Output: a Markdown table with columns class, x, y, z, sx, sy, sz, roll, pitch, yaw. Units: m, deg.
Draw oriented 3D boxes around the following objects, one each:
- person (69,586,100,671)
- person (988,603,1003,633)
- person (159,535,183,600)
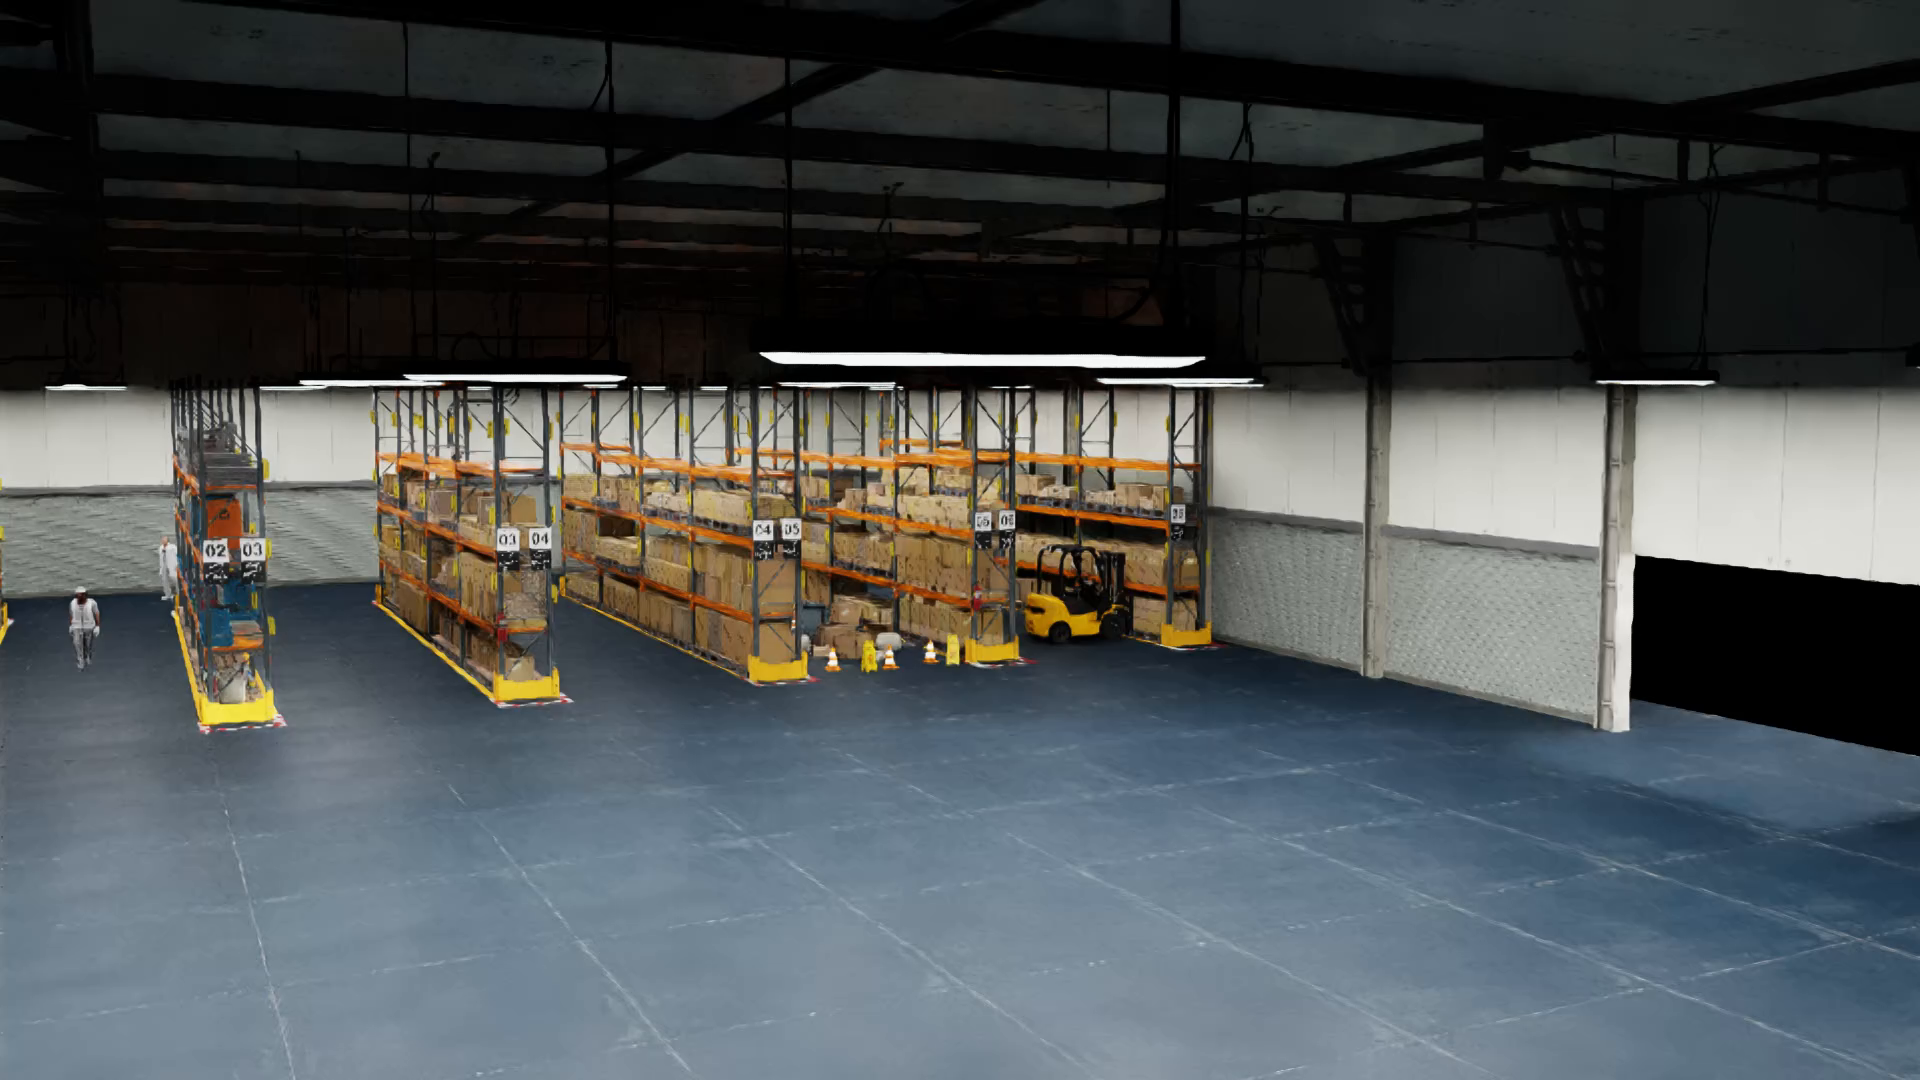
| class | x | y | z | sx | sy | sz | roll | pitch | yaw |
| --- | --- | --- | --- | --- | --- | --- | --- | --- | --- |
| person | -18.081 | 1.807 | 34.334 | 0.577 | 1.733 | 1.042 | -3 | 6 | -28 |
| person | 0.750 | 1.376 | 39.463 | 0.556 | 1.659 | 0.598 | 0 | 5 | 5 |
| person | -21.896 | 0.748 | 46.114 | 0.611 | 1.769 | 0.630 | 1 | 5 | 10 |
